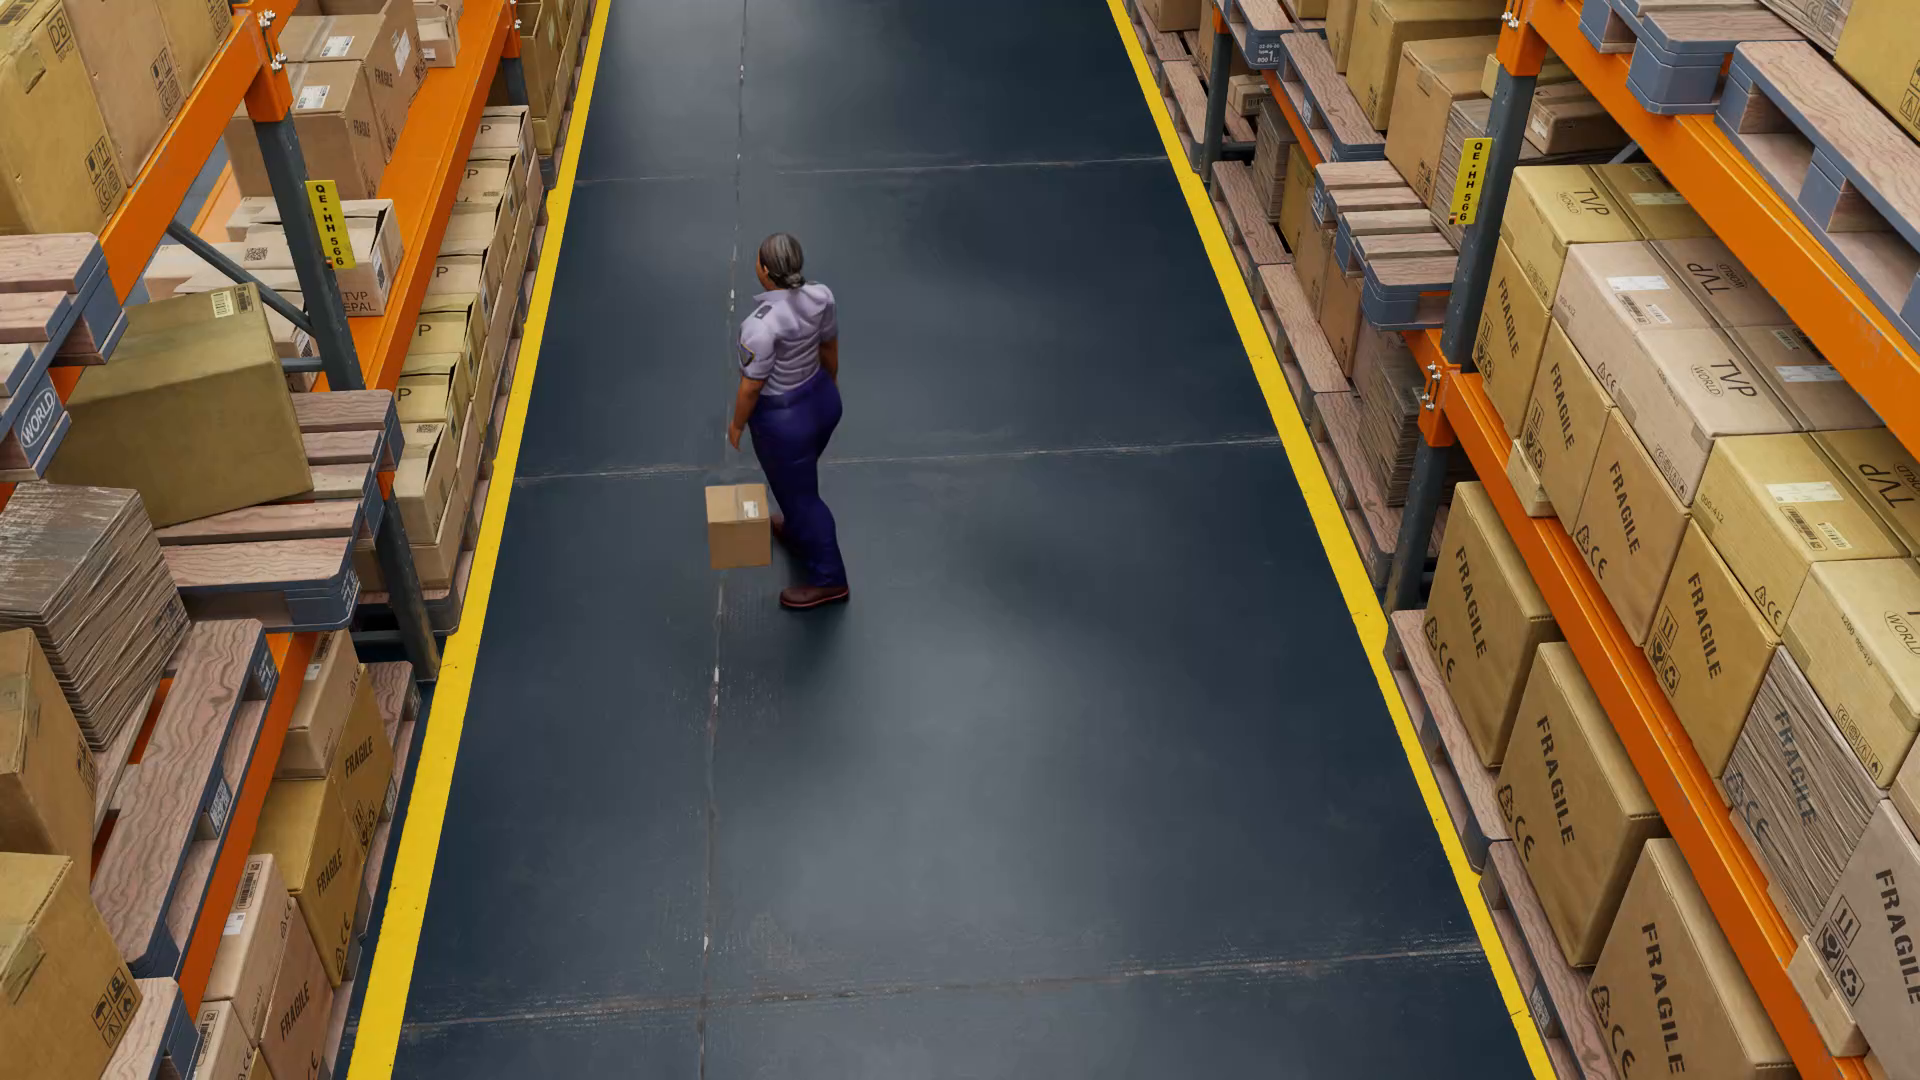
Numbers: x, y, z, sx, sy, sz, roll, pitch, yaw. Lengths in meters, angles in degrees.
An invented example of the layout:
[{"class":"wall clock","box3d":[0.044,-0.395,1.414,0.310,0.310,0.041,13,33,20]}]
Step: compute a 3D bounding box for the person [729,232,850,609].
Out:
[{"class":"person","box3d":[-0.683,-0.527,6.807,0.620,1.642,0.584,23,45,26]}]
